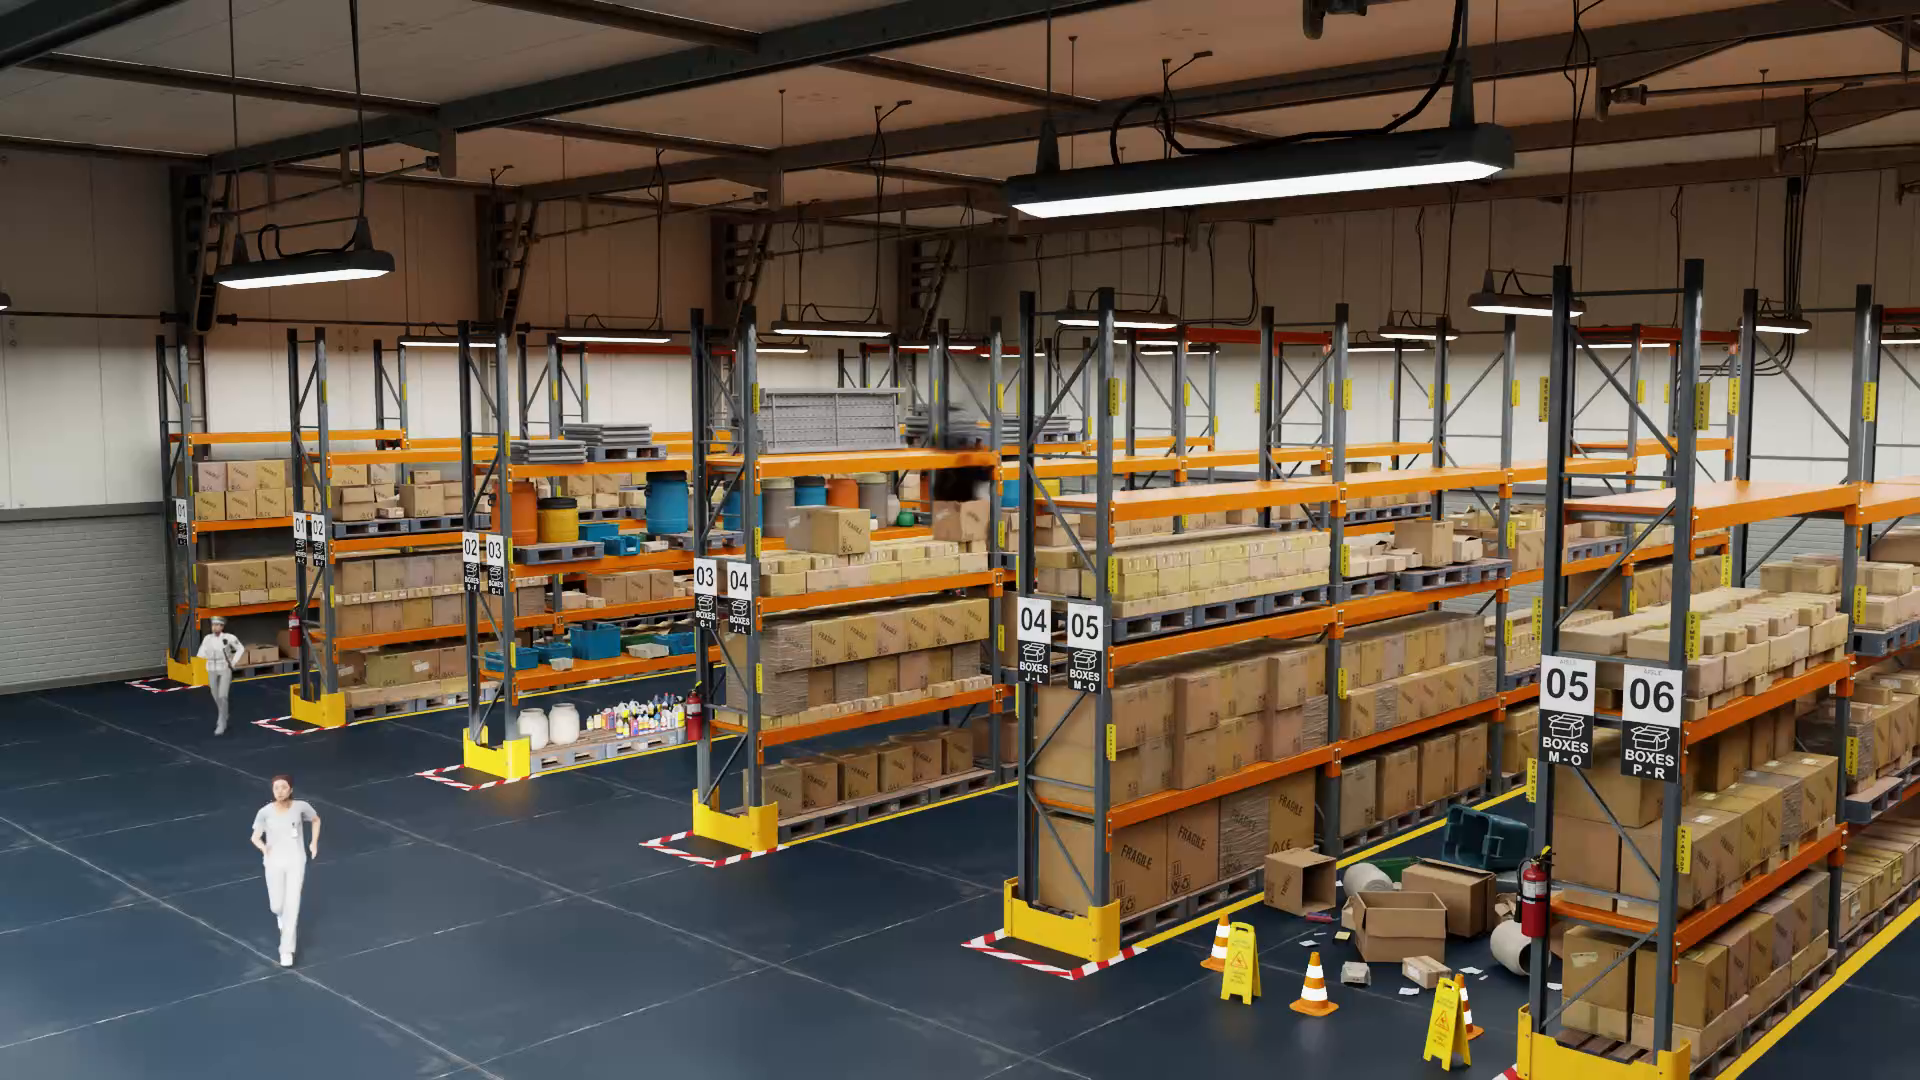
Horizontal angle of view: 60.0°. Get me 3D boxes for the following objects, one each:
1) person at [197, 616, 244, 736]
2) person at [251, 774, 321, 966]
[{"bbox_3d":[-11.042,1.986,24.781,0.612,1.746,0.772,0,5,0],"label":"person"},{"bbox_3d":[-6.092,2.929,15.051,0.584,1.633,0.970,-2,6,-18],"label":"person"}]
